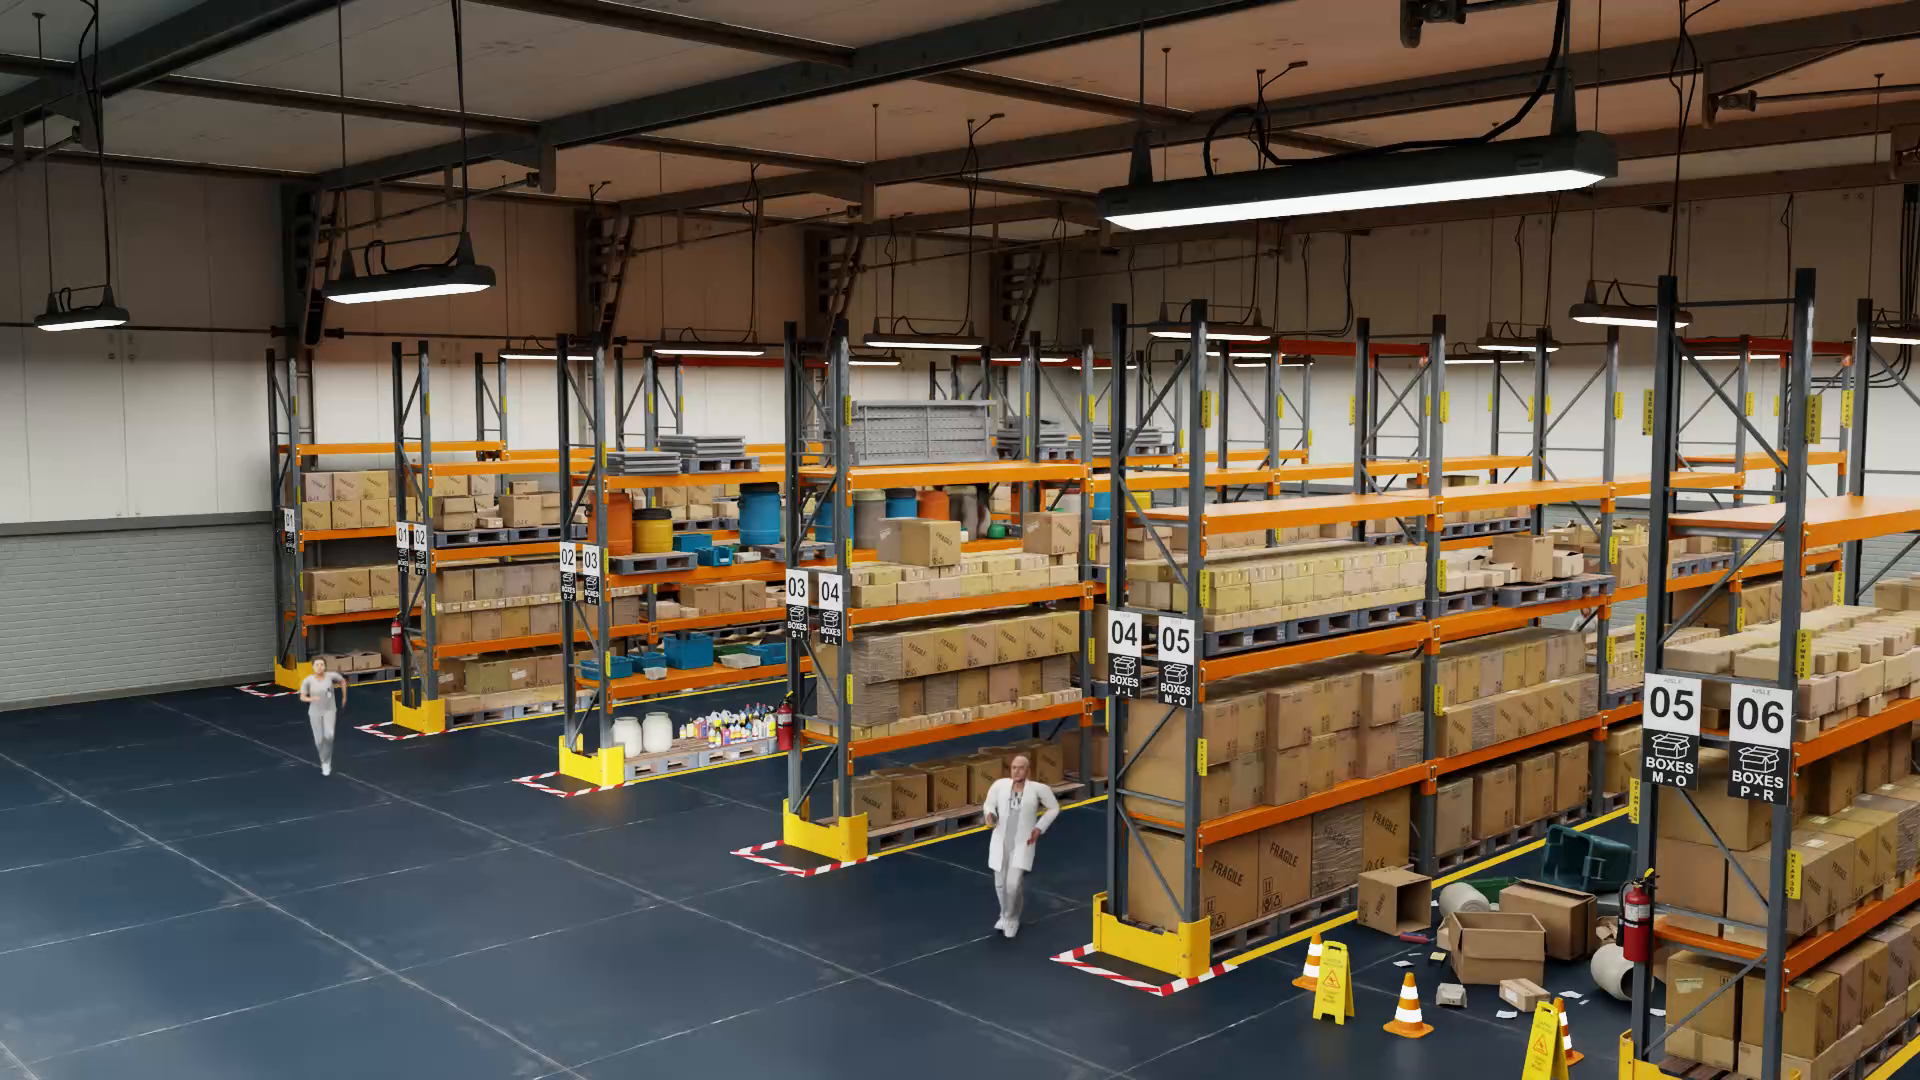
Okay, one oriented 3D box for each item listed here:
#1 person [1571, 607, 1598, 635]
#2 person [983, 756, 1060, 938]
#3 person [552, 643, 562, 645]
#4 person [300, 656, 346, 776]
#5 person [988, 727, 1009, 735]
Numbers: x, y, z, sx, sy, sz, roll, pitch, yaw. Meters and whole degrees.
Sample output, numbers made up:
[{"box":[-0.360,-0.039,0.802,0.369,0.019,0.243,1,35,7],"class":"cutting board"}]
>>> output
[{"box":[11.001,1.874,29.194,0.566,1.554,0.503,2,5,19],"class":"person"},{"box":[0.535,2.936,15.819,0.712,1.783,0.737,2,5,23],"class":"person"},{"box":[-7.024,1.787,29.441,0.627,1.692,0.656,-4,7,-41],"class":"person"},{"box":[-8.647,2.382,22.607,0.591,1.618,0.786,-2,5,-21],"class":"person"},{"box":[0.478,1.998,24.095,0.591,1.711,0.573,4,6,39],"class":"person"}]
